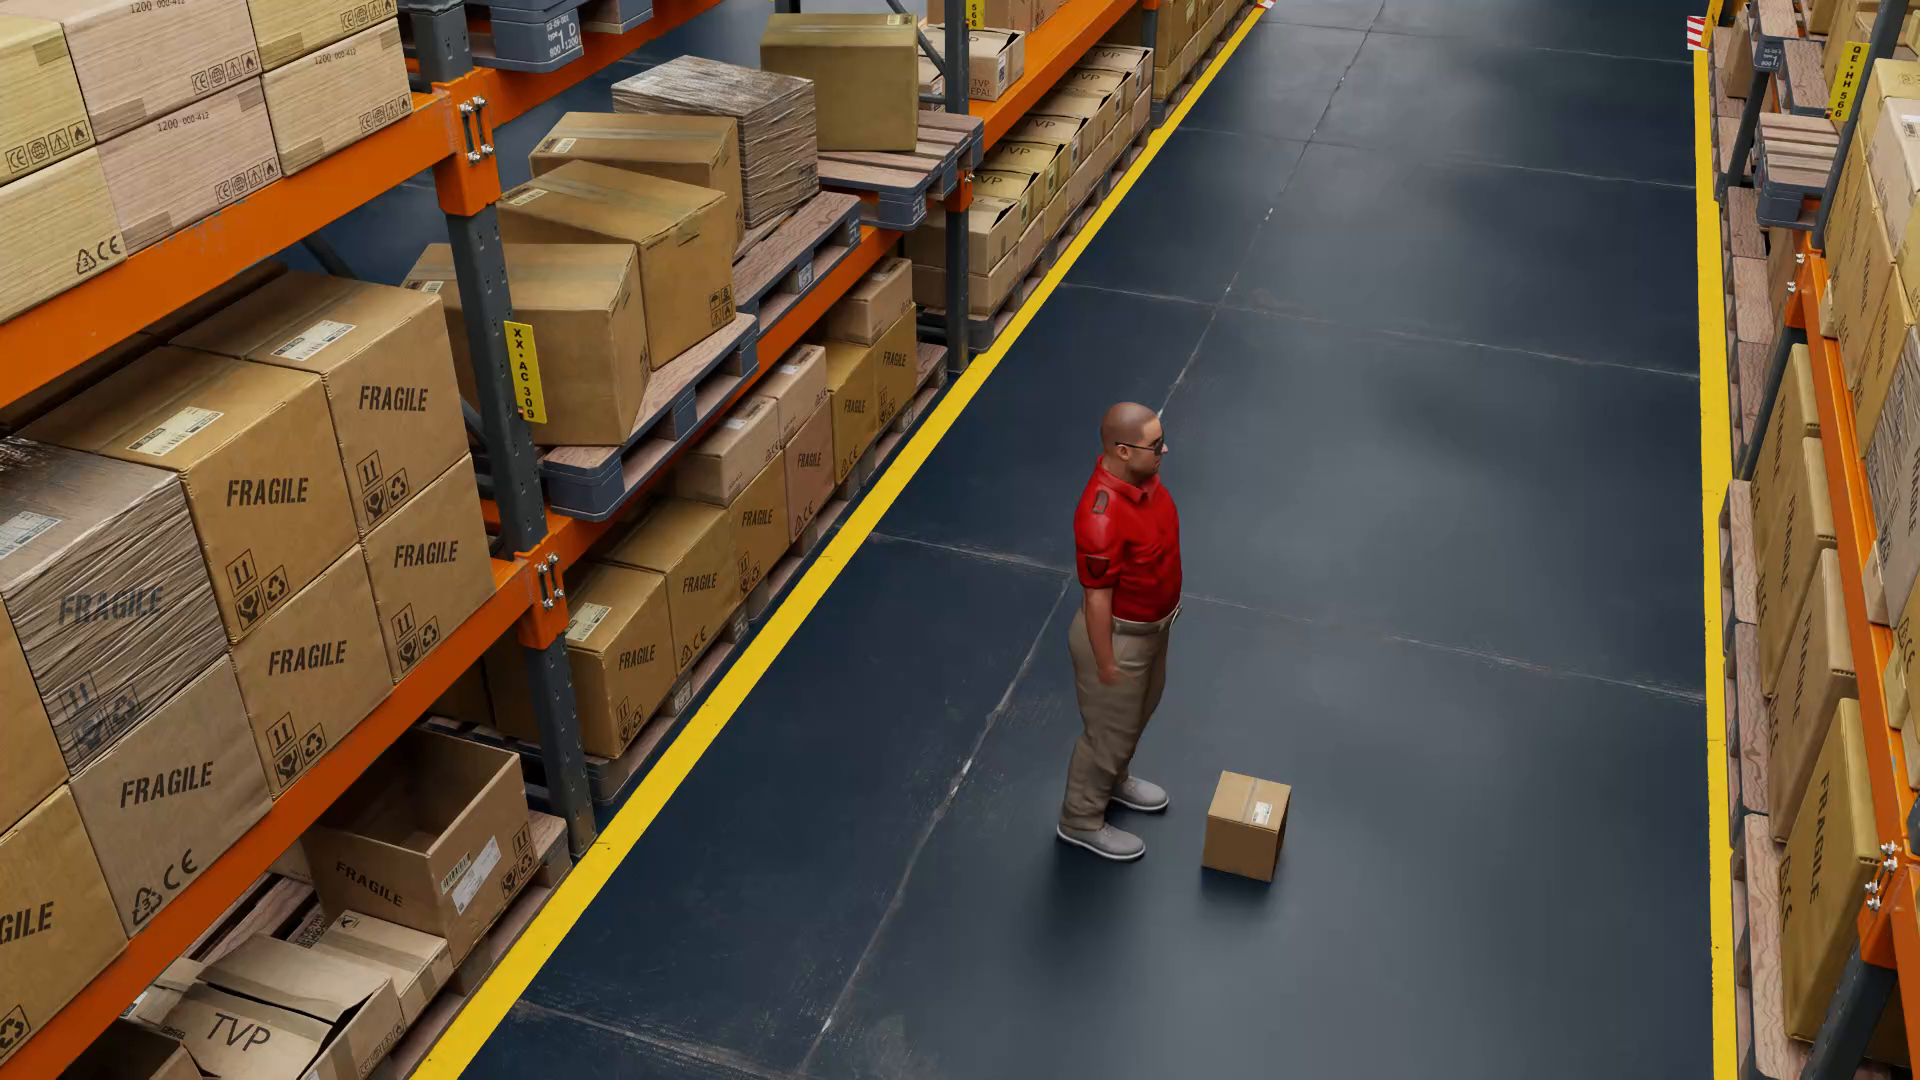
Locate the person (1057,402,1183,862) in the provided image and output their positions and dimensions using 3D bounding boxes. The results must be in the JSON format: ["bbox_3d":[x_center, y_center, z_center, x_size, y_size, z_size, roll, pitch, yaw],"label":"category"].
[{"bbox_3d":[0.579,0.307,5.691,0.355,1.724,0.527,12,35,18],"label":"person"}]
